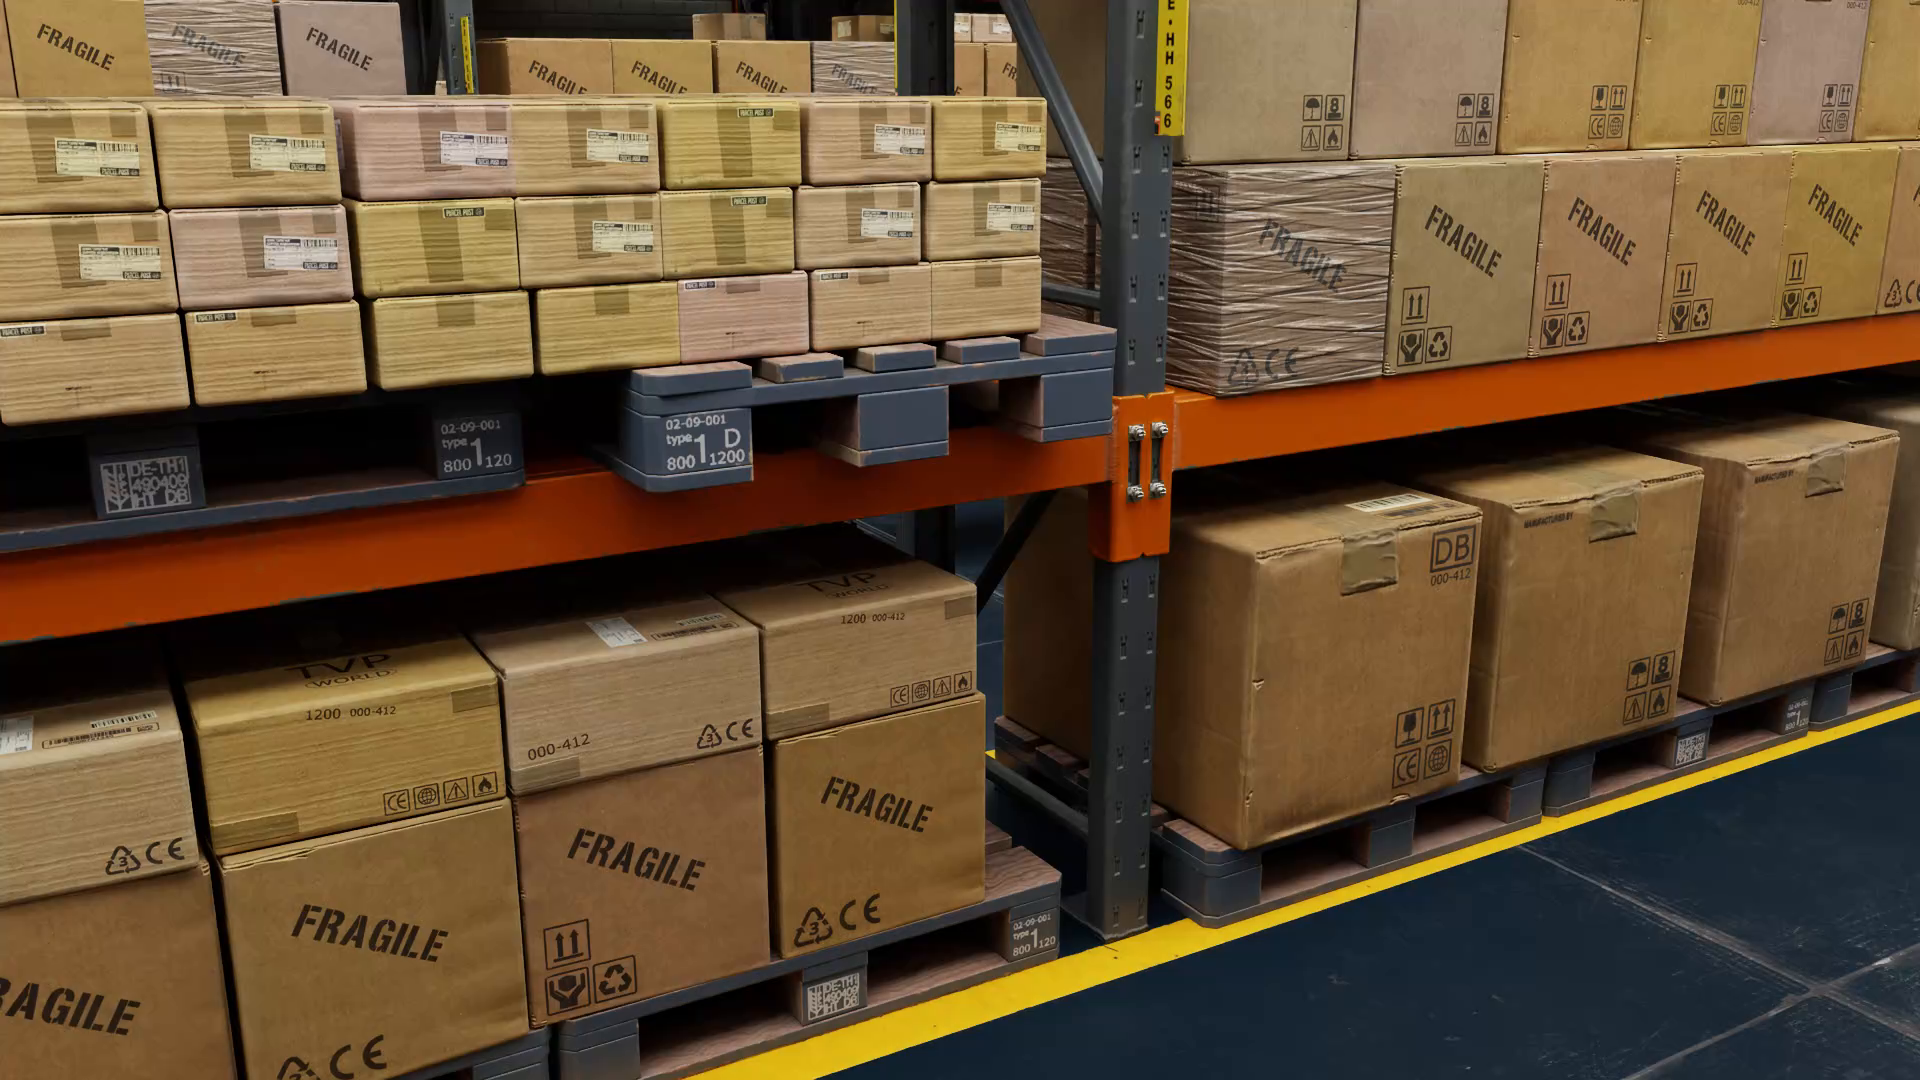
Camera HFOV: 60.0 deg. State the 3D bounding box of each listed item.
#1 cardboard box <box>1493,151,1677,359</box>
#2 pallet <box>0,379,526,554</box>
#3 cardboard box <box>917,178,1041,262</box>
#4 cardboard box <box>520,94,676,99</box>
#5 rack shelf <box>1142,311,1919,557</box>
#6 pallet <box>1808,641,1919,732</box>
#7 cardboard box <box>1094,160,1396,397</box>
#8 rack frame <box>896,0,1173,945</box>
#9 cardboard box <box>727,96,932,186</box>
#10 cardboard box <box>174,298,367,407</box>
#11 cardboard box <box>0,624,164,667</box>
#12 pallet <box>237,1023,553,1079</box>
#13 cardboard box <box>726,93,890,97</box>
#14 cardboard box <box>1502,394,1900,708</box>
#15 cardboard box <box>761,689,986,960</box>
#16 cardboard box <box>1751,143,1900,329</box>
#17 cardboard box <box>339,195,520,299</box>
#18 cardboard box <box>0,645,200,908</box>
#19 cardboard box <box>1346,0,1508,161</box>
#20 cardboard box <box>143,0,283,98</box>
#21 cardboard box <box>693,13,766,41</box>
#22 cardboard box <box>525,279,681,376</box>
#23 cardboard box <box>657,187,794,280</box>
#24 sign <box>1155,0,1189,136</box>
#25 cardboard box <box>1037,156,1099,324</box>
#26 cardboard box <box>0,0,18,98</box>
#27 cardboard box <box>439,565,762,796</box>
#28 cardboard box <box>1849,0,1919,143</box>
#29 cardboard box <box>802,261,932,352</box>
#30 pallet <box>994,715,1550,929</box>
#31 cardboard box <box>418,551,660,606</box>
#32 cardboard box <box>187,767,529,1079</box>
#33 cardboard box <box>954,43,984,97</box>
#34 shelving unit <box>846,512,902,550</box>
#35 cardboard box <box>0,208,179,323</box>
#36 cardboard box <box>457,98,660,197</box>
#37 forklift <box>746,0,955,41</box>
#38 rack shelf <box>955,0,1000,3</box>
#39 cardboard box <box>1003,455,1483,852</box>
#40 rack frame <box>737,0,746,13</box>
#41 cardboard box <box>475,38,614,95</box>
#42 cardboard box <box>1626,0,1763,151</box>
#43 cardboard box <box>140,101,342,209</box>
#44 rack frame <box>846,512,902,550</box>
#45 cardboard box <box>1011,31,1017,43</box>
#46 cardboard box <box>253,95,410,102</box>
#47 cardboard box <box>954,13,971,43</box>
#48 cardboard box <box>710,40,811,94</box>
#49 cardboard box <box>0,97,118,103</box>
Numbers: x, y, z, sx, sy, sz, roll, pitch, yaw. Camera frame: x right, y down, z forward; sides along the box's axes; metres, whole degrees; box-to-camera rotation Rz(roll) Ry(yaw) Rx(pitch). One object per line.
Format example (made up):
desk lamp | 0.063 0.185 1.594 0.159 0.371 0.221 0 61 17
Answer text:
cardboard box | 1.536 -0.793 4.495 0.500 0.500 0.500 -9 18 -30
pallet | -1.530 -0.226 3.015 1.213 0.211 1.003 -9 18 -30
cardboard box | -0.044 -0.654 3.320 0.250 0.149 0.380 -9 18 -29
cardboard box | -0.792 -0.880 3.578 0.250 0.149 0.380 -9 18 -30
rack shelf | 1.860 -0.535 5.093 4.000 0.370 1.077 -9 18 -30
pallet | 2.952 0.308 5.919 1.213 0.211 1.003 -9 18 -30
cardboard box | 0.669 -0.651 3.990 0.500 0.500 0.500 -9 18 -29
rack frame | 0.145 -0.603 4.004 0.127 3.000 1.000 -9 18 -30
cardboard box | -0.255 -0.762 3.157 0.250 0.149 0.380 -9 18 -30
cardboard box | -1.143 -0.332 2.726 0.250 0.149 0.380 -9 18 -28
cardboard box | -1.882 0.286 3.296 0.500 0.250 0.500 -10 19 -32
pallet | -1.570 1.016 3.393 1.213 0.211 1.003 -9 18 -30
cardboard box | -0.354 -0.951 3.830 0.250 0.149 0.380 -9 18 -30
cardboard box | 2.260 -0.038 5.377 0.750 0.750 1.050 -9 18 -30
cardboard box | -0.284 0.550 3.743 0.500 0.500 0.500 -9 18 -30
cardboard box | 2.398 -0.932 4.994 0.500 0.500 0.500 -9 18 -29
cardboard box | -0.925 -0.510 2.809 0.250 0.149 0.380 -9 18 -30
cardboard box | -1.619 0.407 2.864 0.500 0.250 0.500 -8 18 -28
cardboard box | 0.968 -1.263 4.322 0.500 0.500 0.700 -10 18 -31
cardboard box | -3.235 -2.058 7.158 0.500 0.500 0.500 -9 18 -29
cardboard box | -1.233 -2.733 8.886 0.250 0.149 0.380 -10 19 -32
cardboard box | -0.690 -0.406 2.987 0.250 0.149 0.380 -9 18 -30
cardboard box | -0.496 -0.579 3.054 0.250 0.149 0.380 -9 18 -28
sign | 0.433 -0.998 3.415 0.005 0.325 0.100 -9 18 -30
cardboard box | 0.393 -0.776 4.436 0.500 0.500 0.500 -9 18 -30
cardboard box | -4.101 -1.922 6.672 0.500 0.500 0.500 -10 18 -31
cardboard box | -0.733 0.266 3.369 0.500 0.250 0.500 -9 18 -29
cardboard box | 2.712 -1.546 5.331 0.500 0.500 0.700 -10 18 -31
cardboard box | -0.254 -0.475 3.236 0.250 0.149 0.380 -9 18 -30
pallet | 0.860 0.647 4.709 1.213 0.211 1.003 -9 18 -30
cardboard box | -1.005 0.148 3.790 0.500 0.250 0.500 -9 18 -30
cardboard box | -1.176 0.699 3.213 0.500 0.500 0.500 -10 19 -32
cardboard box | -0.209 -2.427 8.997 0.500 0.500 0.500 -9 18 -28
shelving unit | 0.073 -0.734 7.250 1.048 1.500 0.538 -9 18 -30
cardboard box | -1.369 -0.438 2.551 0.250 0.149 0.380 -10 18 -31
cardboard box | -0.707 -0.688 2.892 0.250 0.149 0.380 -9 18 -28
forklift | -0.692 -2.806 11.989 3.031 2.935 1.130 -9 18 -30
rack shelf | 0.093 -4.814 14.802 4.000 0.370 1.077 -9 18 -30
cardboard box | 0.714 0.214 4.479 0.750 0.750 1.050 -9 18 -30
rack frame | -1.621 -3.438 14.118 0.127 3.000 1.000 -9 18 -30
cardboard box | -1.986 -2.137 7.961 0.500 0.500 0.500 -10 18 -31
cardboard box | 1.845 -1.406 4.832 0.500 0.500 0.700 -9 18 -30
cardboard box | -1.148 -0.617 2.640 0.250 0.149 0.380 -8 18 -27
rack frame | -0.363 -0.663 6.998 0.032 1.500 0.500 -9 18 -30
cardboard box | 0.353 -3.013 9.884 0.250 0.149 0.380 -9 18 -30
cardboard box | -1.250 -0.806 3.312 0.250 0.149 0.380 -8 18 -27
cardboard box | -0.148 -2.738 8.902 0.250 0.149 0.380 -10 19 -32
cardboard box | -1.091 -2.286 8.495 0.500 0.500 0.500 -9 18 -29
cardboard box | -1.692 -0.735 3.058 0.250 0.149 0.380 -10 18 -30
